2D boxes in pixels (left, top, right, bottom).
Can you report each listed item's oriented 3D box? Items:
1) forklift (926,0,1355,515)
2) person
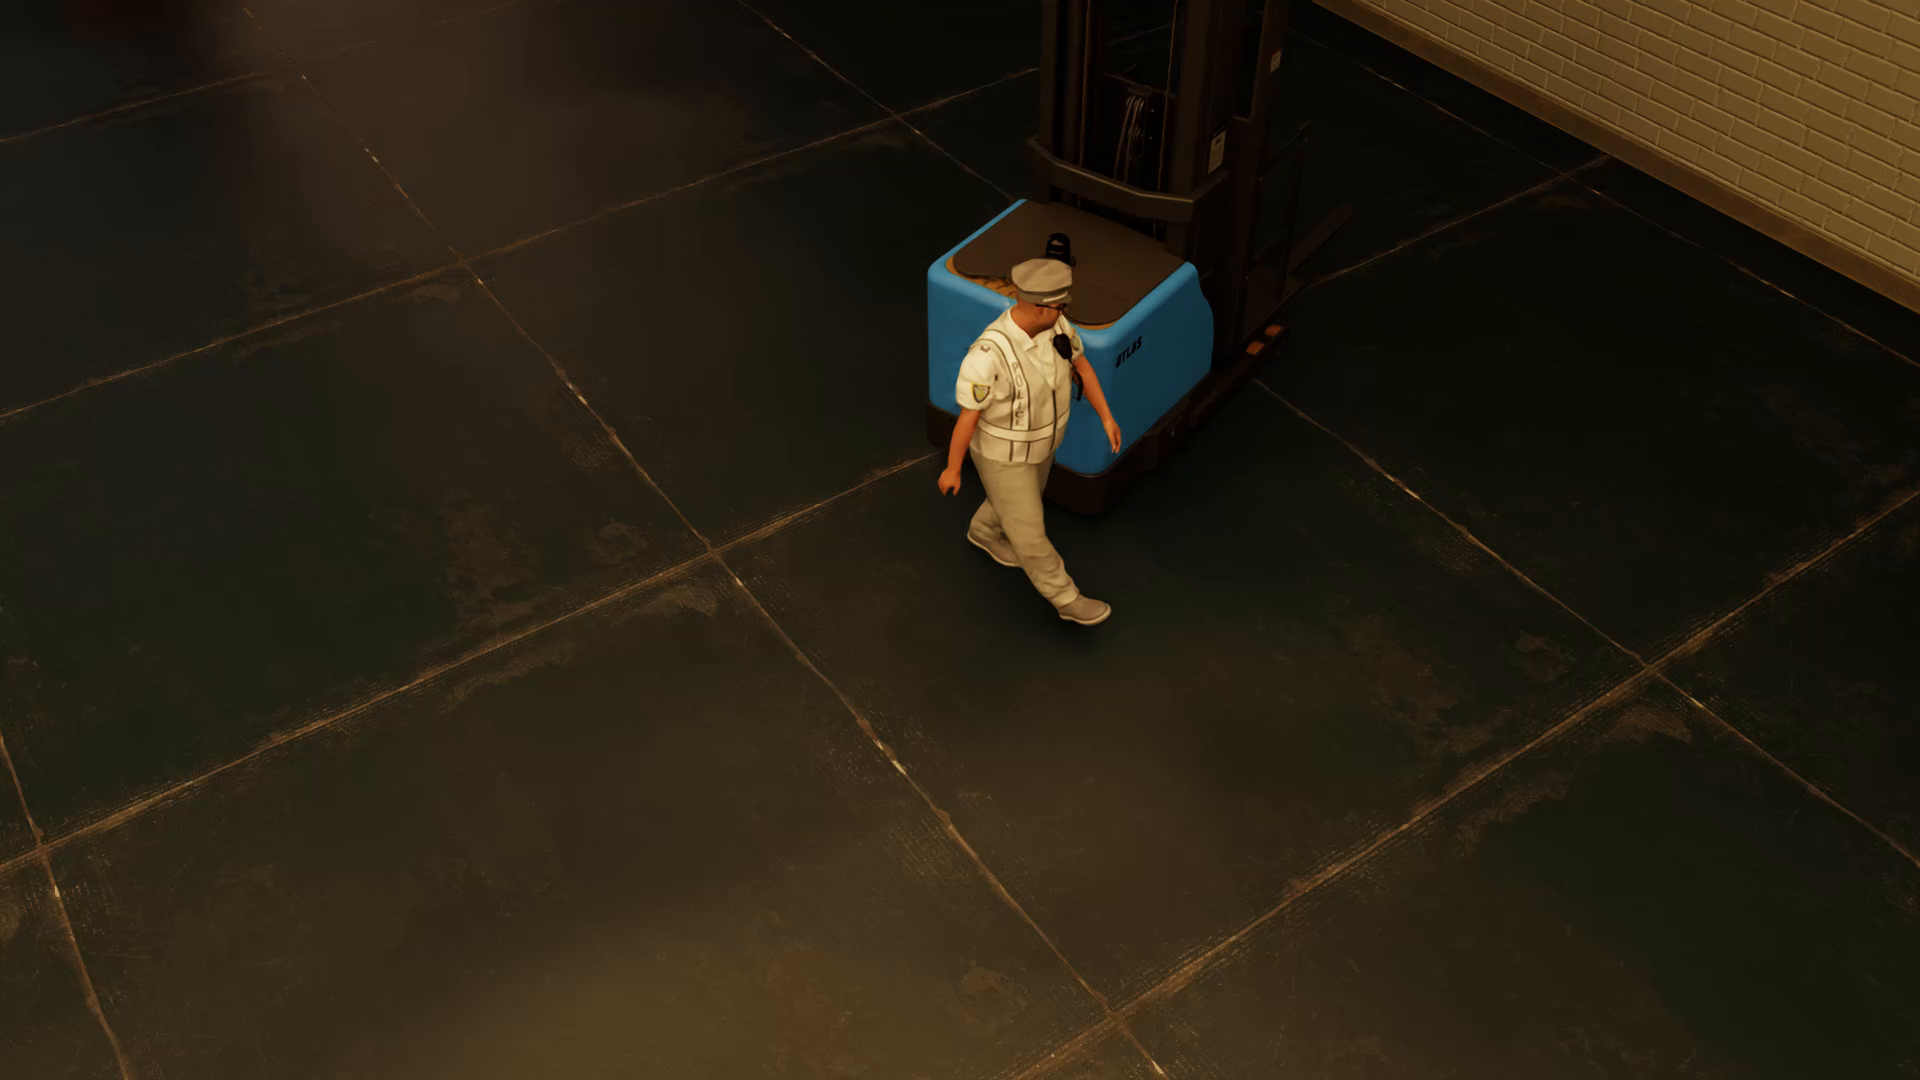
[{"bbox_3d":[1.116,-2.150,8.048,1.130,2.935,3.031,27,49,26],"label":"forklift"},{"bbox_3d":[0.330,-0.373,7.035,0.924,1.696,0.718,29,50,27],"label":"person"}]
